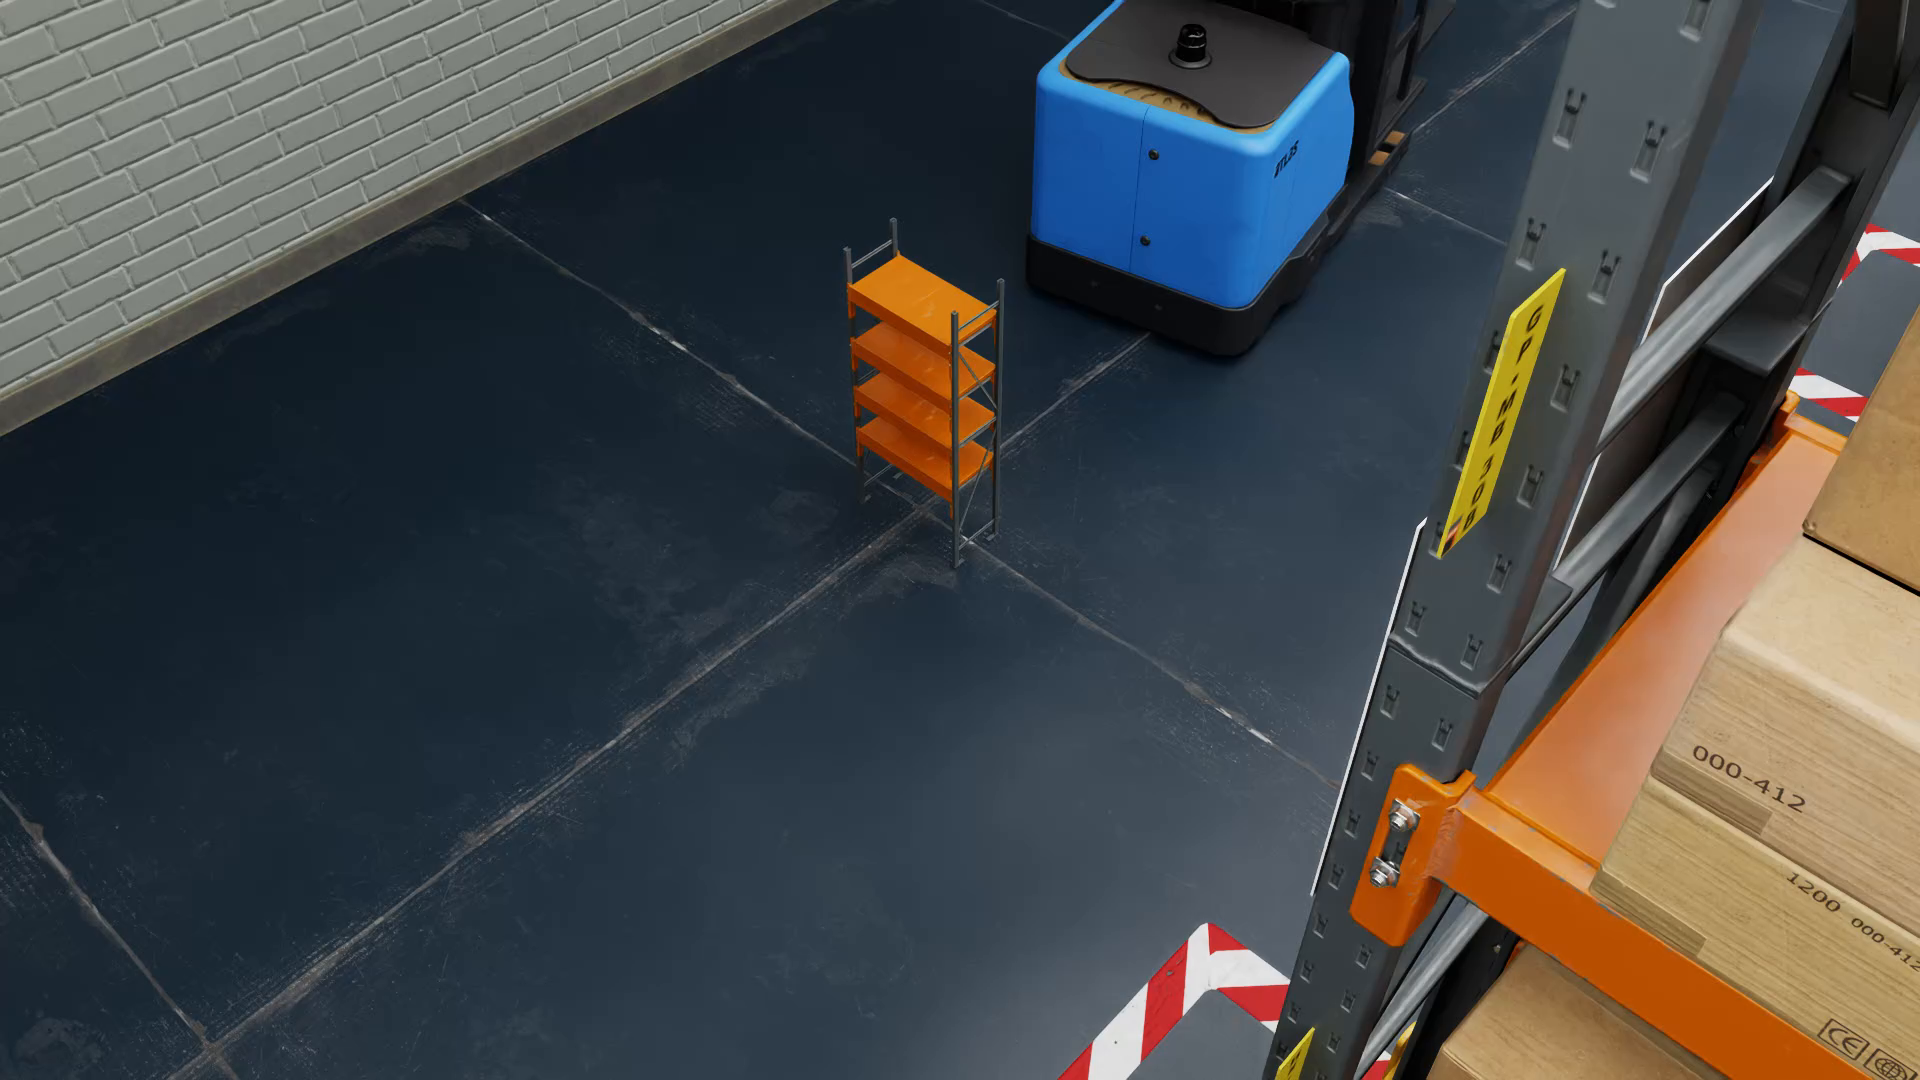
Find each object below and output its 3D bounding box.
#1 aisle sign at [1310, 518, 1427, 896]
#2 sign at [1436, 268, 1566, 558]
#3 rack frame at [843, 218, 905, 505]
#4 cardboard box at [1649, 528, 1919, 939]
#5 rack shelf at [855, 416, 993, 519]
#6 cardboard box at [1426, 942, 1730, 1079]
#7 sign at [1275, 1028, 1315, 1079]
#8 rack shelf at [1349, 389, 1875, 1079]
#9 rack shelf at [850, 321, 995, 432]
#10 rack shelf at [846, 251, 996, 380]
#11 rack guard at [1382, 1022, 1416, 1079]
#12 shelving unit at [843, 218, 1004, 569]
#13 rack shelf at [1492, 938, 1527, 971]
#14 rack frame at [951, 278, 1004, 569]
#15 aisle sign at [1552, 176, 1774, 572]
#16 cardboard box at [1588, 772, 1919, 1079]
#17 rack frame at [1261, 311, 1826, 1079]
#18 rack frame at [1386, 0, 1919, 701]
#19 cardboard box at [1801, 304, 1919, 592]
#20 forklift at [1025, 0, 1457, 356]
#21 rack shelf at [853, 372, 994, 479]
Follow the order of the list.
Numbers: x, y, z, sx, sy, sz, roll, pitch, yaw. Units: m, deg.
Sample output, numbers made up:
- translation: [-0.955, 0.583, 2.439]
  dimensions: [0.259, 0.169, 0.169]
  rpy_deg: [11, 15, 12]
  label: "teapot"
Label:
- translation: [0.652, 0.151, 2.268]
  dimensions: [0.004, 0.787, 0.394]
  rpy_deg: [34, 55, 28]
  label: "aisle sign"
- translation: [0.534, -0.118, 1.646]
  dimensions: [0.005, 0.325, 0.100]
  rpy_deg: [34, 55, 28]
  label: "sign"
- translation: [-0.301, -0.613, 6.003]
  dimensions: [0.015, 1.200, 0.240]
  rpy_deg: [34, 55, 28]
  label: "rack frame"
- translation: [1.103, 0.164, 1.741]
  dimensions: [0.500, 0.250, 0.500]
  rpy_deg: [34, 55, 28]
  label: "cardboard box"
- translation: [-0.122, -0.311, 6.083]
  dimensions: [0.480, 0.148, 0.258]
  rpy_deg: [34, 55, 28]
  label: "rack shelf"
- translation: [1.049, 0.901, 2.592]
  dimensions: [0.500, 0.500, 0.500]
  rpy_deg: [36, 56, 29]
  label: "cardboard box"
- translation: [0.534, 0.911, 2.743]
  dimensions: [0.005, 0.325, 0.100]
  rpy_deg: [34, 55, 28]
  label: "sign"
- translation: [2.371, 1.125, 1.572]
  dimensions: [4.000, 0.370, 1.077]
  rpy_deg: [34, 55, 28]
  label: "rack shelf"
- translation: [-0.122, -0.600, 5.775]
  dimensions: [0.480, 0.148, 0.258]
  rpy_deg: [34, 55, 28]
  label: "rack shelf"
- translation: [-0.122, -0.762, 5.603]
  dimensions: [0.480, 0.148, 0.258]
  rpy_deg: [34, 55, 28]
  label: "rack shelf"
- translation: [0.957, 1.810, 4.208]
  dimensions: [0.348, 0.500, 1.175]
  rpy_deg: [34, 55, 28]
  label: "rack guard"
- translation: [-0.122, -0.493, 5.889]
  dimensions: [0.503, 1.200, 0.258]
  rpy_deg: [34, 55, 28]
  label: "shelving unit"
- translation: [2.371, 2.152, 2.665]
  dimensions: [4.000, 0.370, 1.077]
  rpy_deg: [34, 55, 28]
  label: "rack shelf"
- translation: [0.058, -0.372, 5.776]
  dimensions: [0.015, 1.200, 0.240]
  rpy_deg: [34, 55, 28]
  label: "rack frame"
- translation: [1.059, -0.171, 2.570]
  dimensions: [0.004, 0.787, 0.394]
  rpy_deg: [34, 55, 28]
  label: "aisle sign"
- translation: [1.107, 0.332, 1.926]
  dimensions: [0.500, 0.250, 0.500]
  rpy_deg: [34, 55, 28]
  label: "cardboard box"
- translation: [0.902, 0.917, 3.332]
  dimensions: [0.127, 3.000, 1.000]
  rpy_deg: [34, 55, 28]
  label: "rack frame"
- translation: [0.902, -1.137, 1.145]
  dimensions: [0.127, 3.000, 1.000]
  rpy_deg: [34, 55, 28]
  label: "rack frame"
- translation: [1.290, -0.241, 1.607]
  dimensions: [0.500, 0.500, 0.700]
  rpy_deg: [34, 55, 28]
  label: "cardboard box"
- translation: [1.483, -2.825, 6.892]
  dimensions: [1.130, 2.935, 3.031]
  rpy_deg: [24, 51, 21]
  label: "forklift"
- translation: [-0.122, -0.446, 5.938]
  dimensions: [0.480, 0.148, 0.258]
  rpy_deg: [34, 55, 28]
  label: "rack shelf"
